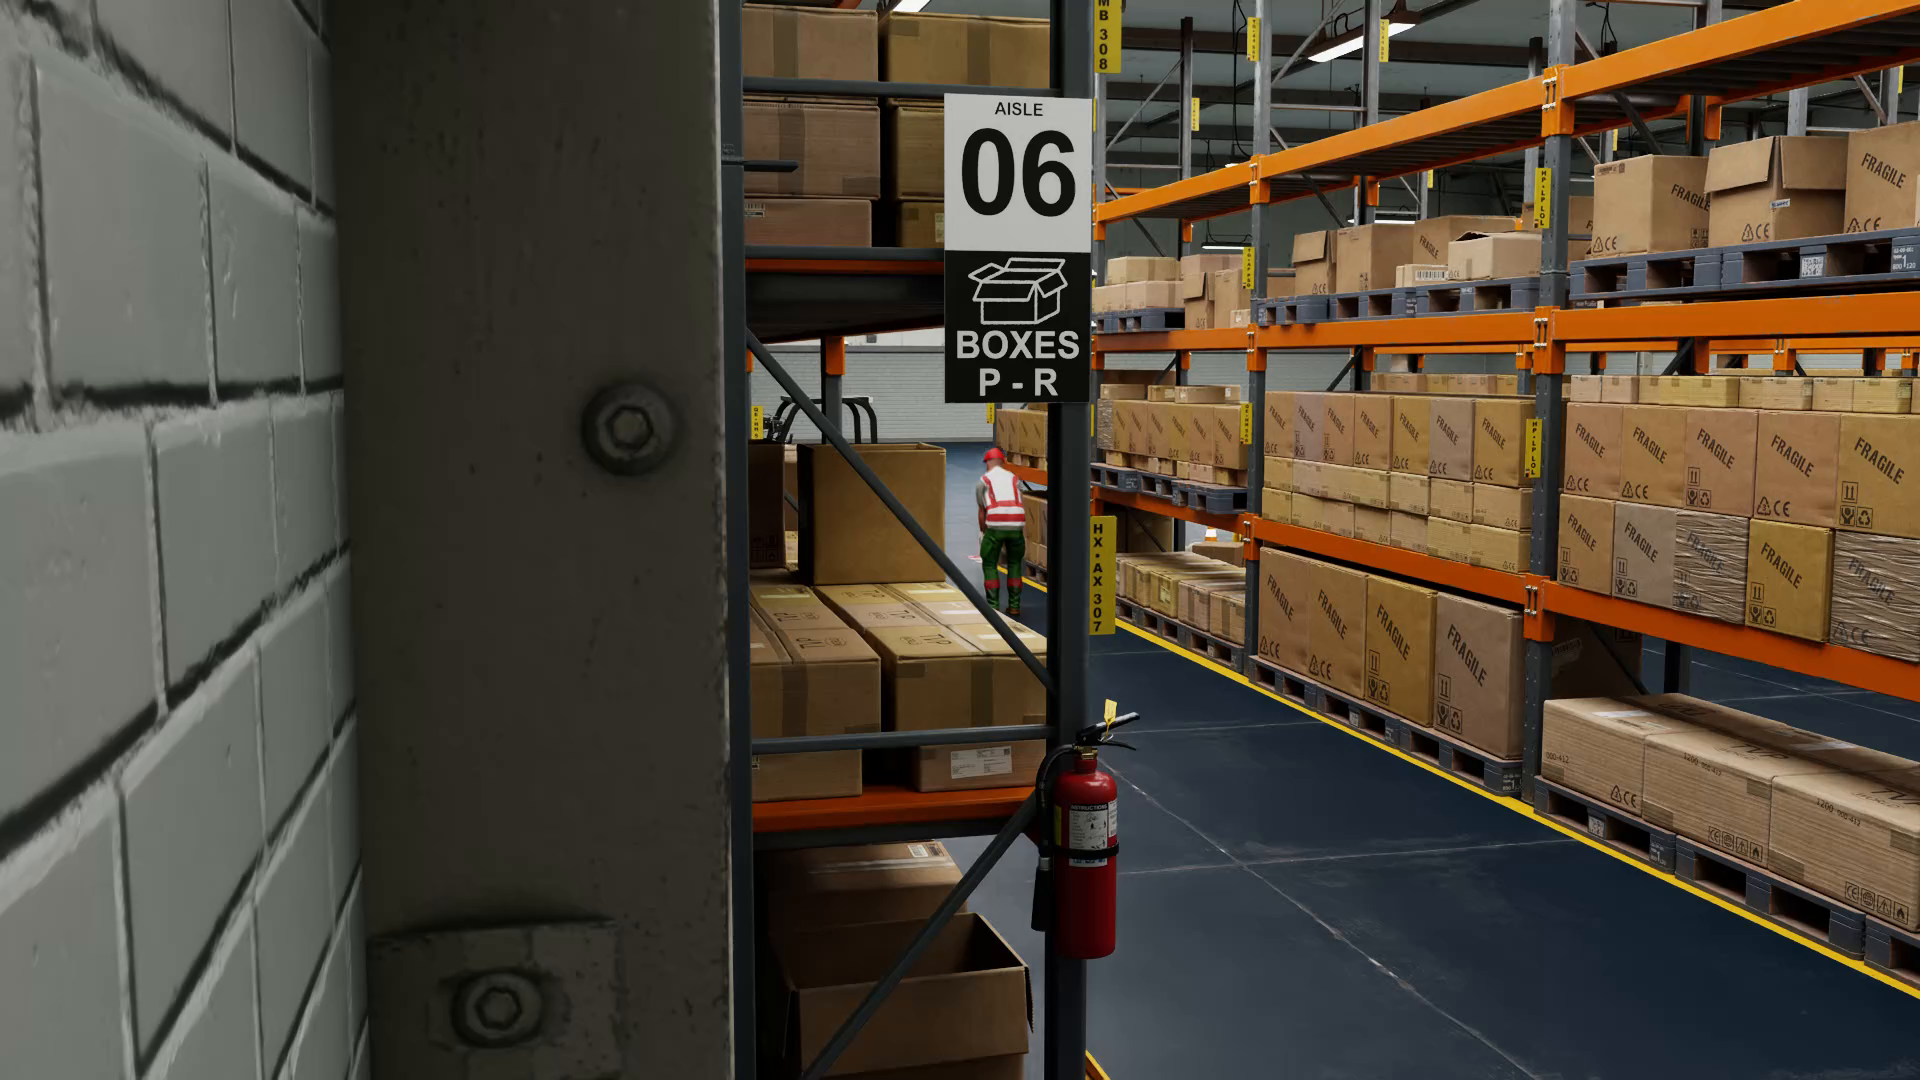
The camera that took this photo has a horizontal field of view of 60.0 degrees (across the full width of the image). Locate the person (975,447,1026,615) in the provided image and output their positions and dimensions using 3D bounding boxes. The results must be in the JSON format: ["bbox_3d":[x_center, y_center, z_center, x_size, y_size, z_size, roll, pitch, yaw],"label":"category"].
[{"bbox_3d":[0.400,-0.094,16.797,0.483,1.671,0.687,-2,6,-15],"label":"person"}]
